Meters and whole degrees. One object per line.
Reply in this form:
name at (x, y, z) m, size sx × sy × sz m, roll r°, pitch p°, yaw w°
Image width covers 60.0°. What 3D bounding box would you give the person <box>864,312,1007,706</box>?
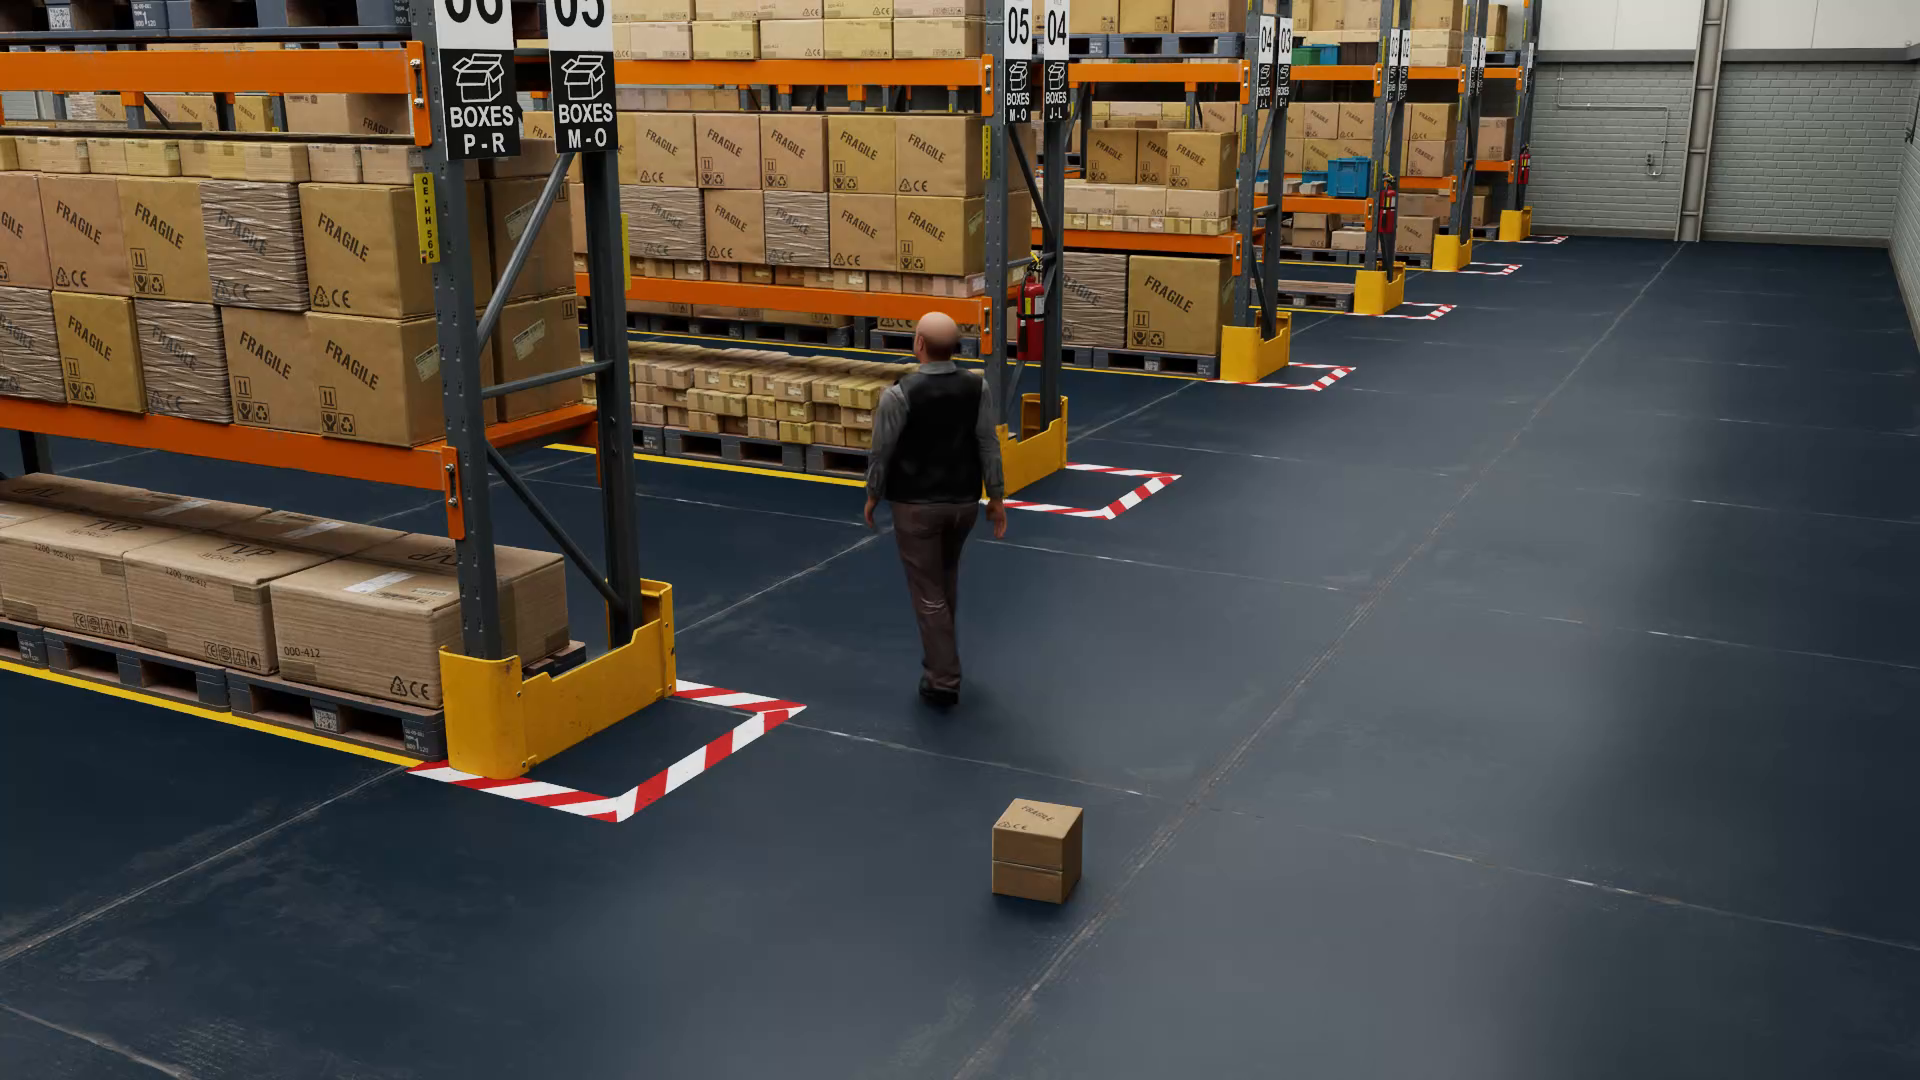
person at (-0.134, -0.132, 7.378) m, size 0.581 × 1.773 × 0.704 m, roll -8°, pitch 18°, yaw -28°
